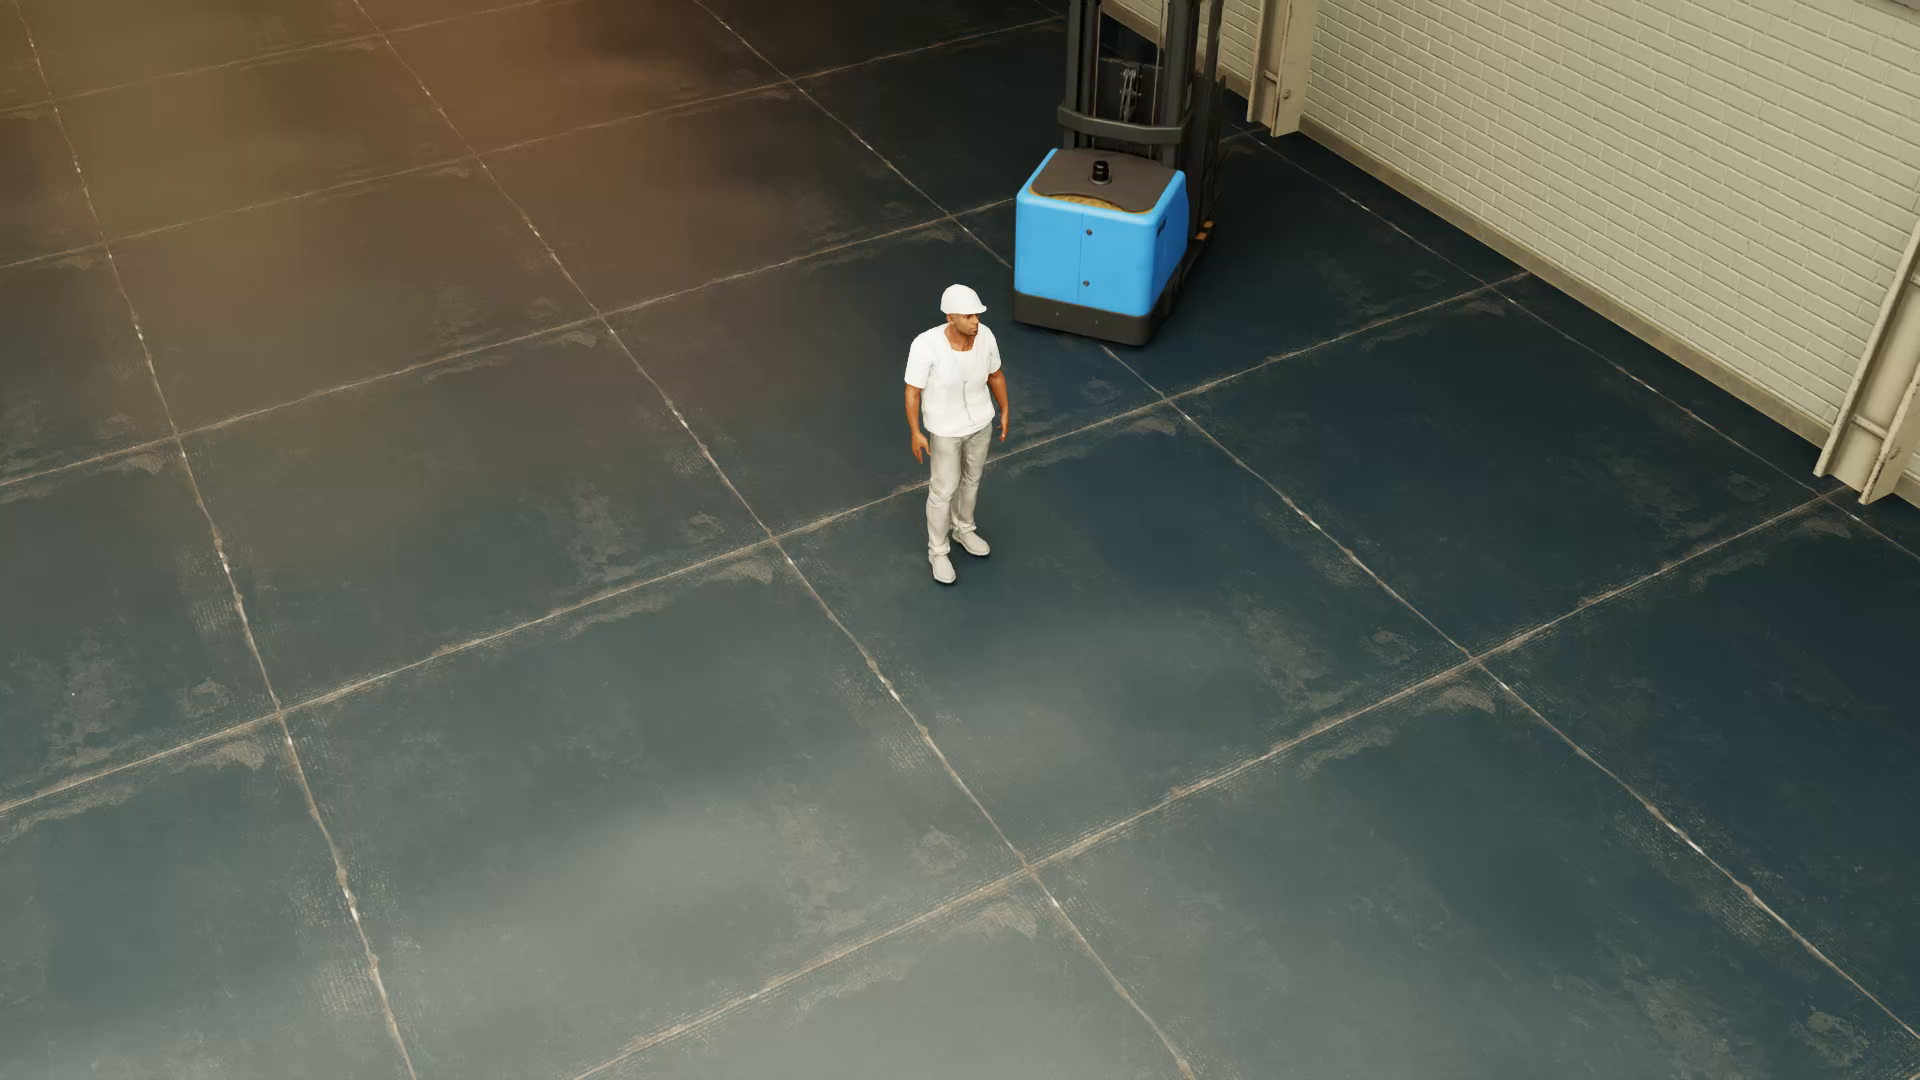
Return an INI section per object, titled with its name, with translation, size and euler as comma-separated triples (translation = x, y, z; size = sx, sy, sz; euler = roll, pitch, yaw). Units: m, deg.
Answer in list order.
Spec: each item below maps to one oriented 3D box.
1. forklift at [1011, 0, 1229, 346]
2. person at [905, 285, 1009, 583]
[forklift]
translation = 1.391, -3.464, 12.212
size = 1.130, 2.935, 3.031
euler = 14, 42, 16
[person]
translation = 0.029, -0.645, 9.715
size = 0.666, 1.765, 0.577
euler = -20, 44, -23
